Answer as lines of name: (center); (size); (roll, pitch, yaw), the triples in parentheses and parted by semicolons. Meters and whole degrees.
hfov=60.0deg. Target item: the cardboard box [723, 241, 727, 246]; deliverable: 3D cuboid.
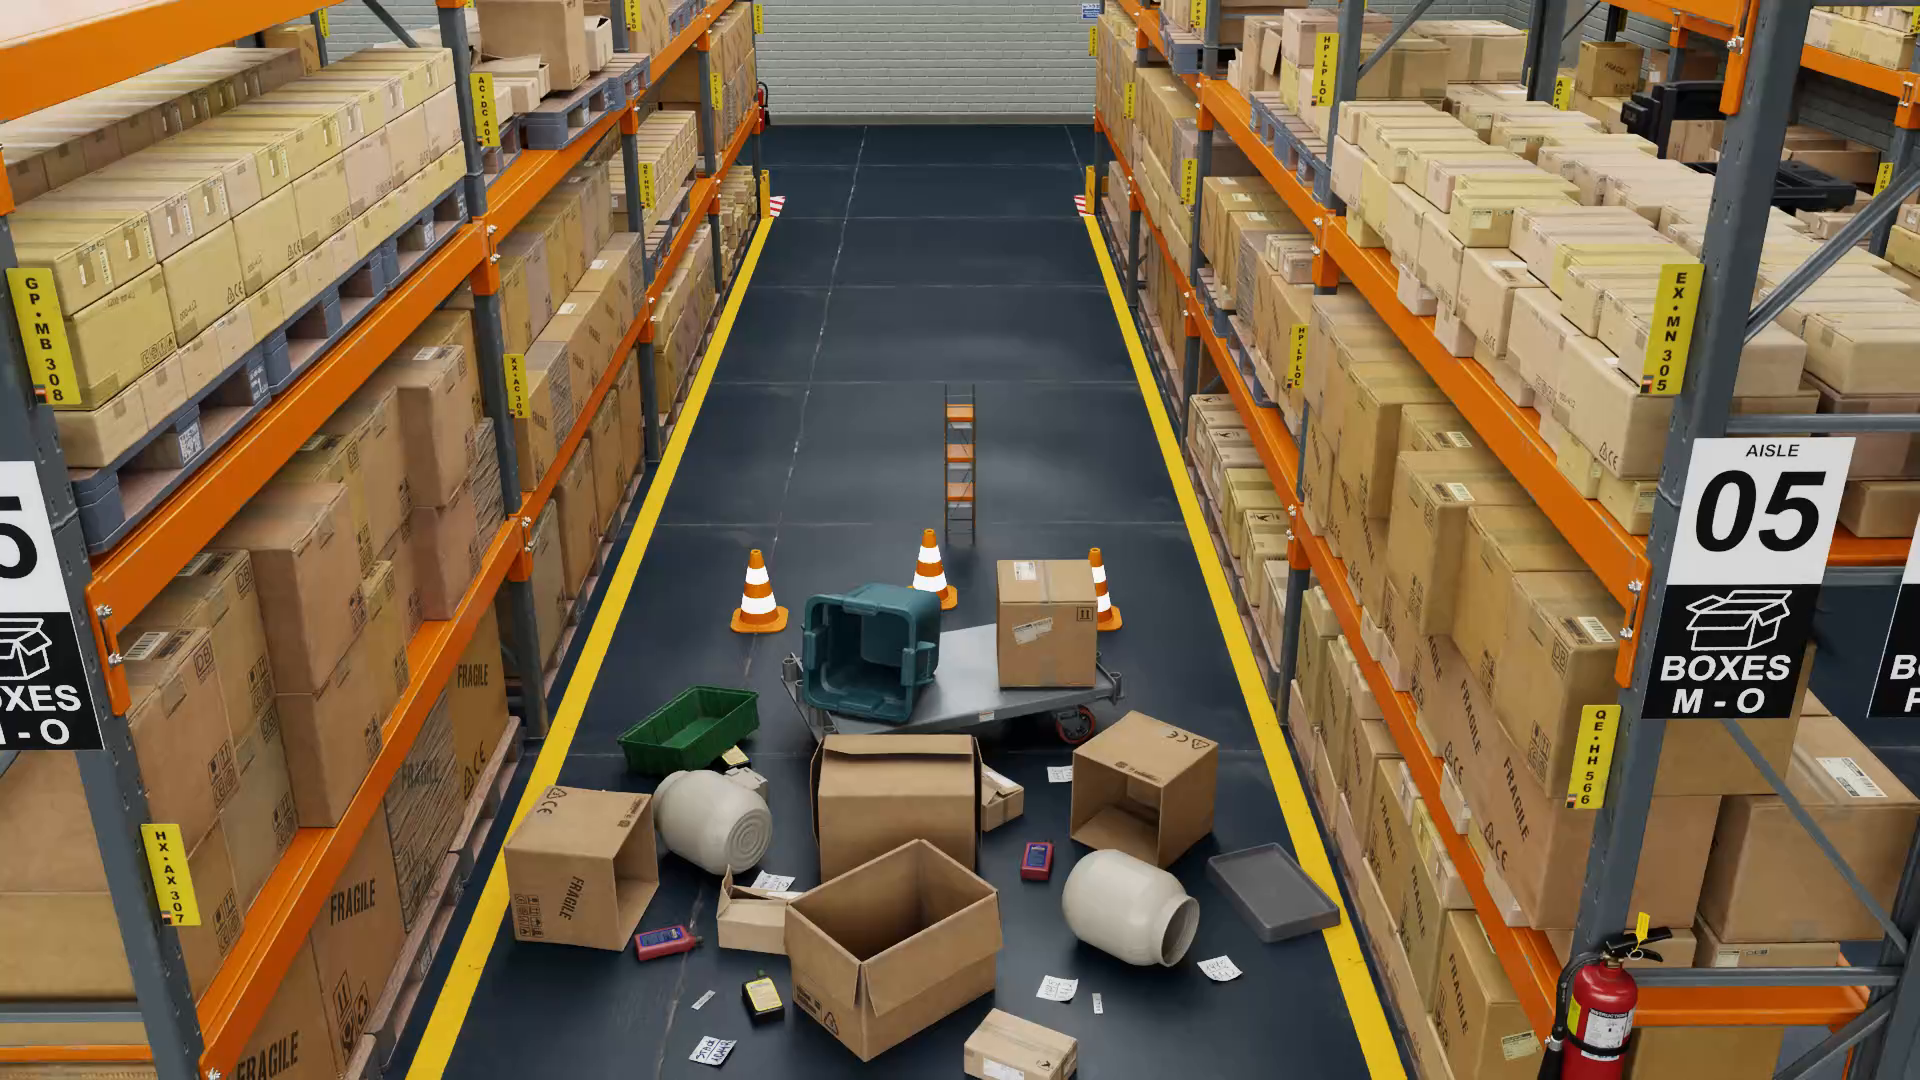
cardboard box: (-2.599, -2.973, 17.133); (0.380, 0.149, 0.250); (-1, 24, -2)

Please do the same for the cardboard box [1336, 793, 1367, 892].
cardboard box: (1.992, 1.364, 7.420); (0.500, 0.250, 0.500); (-1, 24, -1)

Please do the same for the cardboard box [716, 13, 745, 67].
cardboard box: (-2.576, -5.287, 17.604); (0.500, 0.500, 0.500); (1, 24, 2)

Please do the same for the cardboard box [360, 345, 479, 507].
cardboard box: (-2.627, -0.498, 7.219); (0.875, 0.550, 0.550); (0, 24, -1)

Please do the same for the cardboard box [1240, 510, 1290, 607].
cardboard box: (2.211, 0.114, 10.038); (0.950, 0.372, 0.625); (1, 24, 3)

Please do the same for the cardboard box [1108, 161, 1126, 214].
cardboard box: (2.206, -4.077, 19.224); (0.875, 0.438, 0.875); (-1, 24, -2)

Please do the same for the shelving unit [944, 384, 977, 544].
shelving unit: (-0.001, -0.500, 11.082); (0.215, 1.050, 0.252); (0, 24, -1)

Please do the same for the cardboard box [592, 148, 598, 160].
cardboard box: (-3.246, -3.263, 13.899); (0.380, 0.149, 0.250); (1, 24, 1)

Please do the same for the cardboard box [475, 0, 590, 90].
cardboard box: (-2.463, -2.898, 9.626); (0.500, 0.500, 0.500); (0, 24, -1)

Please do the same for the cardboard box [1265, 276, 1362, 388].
cardboard box: (1.989, -1.146, 9.152); (0.500, 0.500, 0.500); (0, 24, 0)

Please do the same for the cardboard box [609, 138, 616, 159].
cardboard box: (-3.253, -3.448, 14.667); (0.380, 0.149, 0.250); (0, 24, 1)

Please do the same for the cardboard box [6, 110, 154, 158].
cardboard box: (-3.038, -1.390, 5.750); (0.380, 0.149, 0.250); (0, 24, -1)

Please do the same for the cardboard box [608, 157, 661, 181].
cardboard box: (-2.585, -2.936, 13.175); (0.380, 0.149, 0.250); (1, 24, 2)

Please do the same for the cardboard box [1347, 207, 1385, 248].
cardboard box: (1.933, -1.395, 7.358); (0.380, 0.149, 0.250); (0, 24, -1)

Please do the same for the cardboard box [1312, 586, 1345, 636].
cardboard box: (1.908, 0.340, 7.987); (0.380, 0.149, 0.250); (0, 24, 0)

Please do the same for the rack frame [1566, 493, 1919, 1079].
rack frame: (2.274, 1.268, 4.806); (1.000, 3.000, 0.127); (0, 24, -1)

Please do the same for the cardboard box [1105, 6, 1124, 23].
cardboard box: (1.788, -5.759, 18.221); (0.380, 0.149, 0.250); (0, 24, 1)

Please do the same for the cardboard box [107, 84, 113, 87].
cardboard box: (-7.751, -3.871, 14.831); (0.797, 0.503, 0.637); (-1, 24, -2)

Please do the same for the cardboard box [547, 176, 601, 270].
cardboard box: (-2.760, -2.072, 10.857); (0.700, 0.500, 0.500); (-1, 24, -1)

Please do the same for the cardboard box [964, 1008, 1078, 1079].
cardboard box: (0.239, 2.036, 6.567); (0.380, 0.149, 0.250); (13, 27, 27)

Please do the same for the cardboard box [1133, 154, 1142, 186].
cardboard box: (1.884, -3.426, 15.366); (0.500, 0.250, 0.500); (-1, 24, -2)

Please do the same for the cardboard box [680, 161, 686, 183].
cardboard box: (-2.597, -3.214, 14.511); (0.380, 0.149, 0.250); (-1, 24, -3)

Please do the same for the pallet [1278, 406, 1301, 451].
pallet: (2.367, -0.608, 9.188); (1.003, 0.211, 1.213); (0, 24, -1)

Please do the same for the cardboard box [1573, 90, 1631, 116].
cardboard box: (6.839, -4.600, 17.603); (0.500, 0.250, 0.500); (-1, 24, -2)

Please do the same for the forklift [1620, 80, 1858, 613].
forklift: (4.759, -1.329, 10.631); (1.130, 2.935, 3.031); (-1, 24, -1)

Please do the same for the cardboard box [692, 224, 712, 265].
cardboard box: (-2.545, -2.701, 15.196); (0.500, 0.250, 0.500); (-1, 24, -2)

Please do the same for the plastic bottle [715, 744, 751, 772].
plastic bottle: (-1.207, 1.130, 8.678); (0.133, 0.061, 0.283); (-14, 28, -28)

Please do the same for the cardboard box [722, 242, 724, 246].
cardboard box: (-2.621, -3.107, 17.068); (0.380, 0.149, 0.250); (-1, 24, -3)

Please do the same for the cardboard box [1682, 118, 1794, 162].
cardboard box: (6.893, -3.524, 14.770); (0.700, 0.500, 0.500); (0, 24, 0)

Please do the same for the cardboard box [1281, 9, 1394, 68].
cardboard box: (2.063, -2.756, 9.130); (0.500, 0.250, 0.500); (0, 24, 0)

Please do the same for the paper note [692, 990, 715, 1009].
paper note: (-1.075, 1.928, 6.974); (0.032, 0.001, 0.123); (13, 27, 27)

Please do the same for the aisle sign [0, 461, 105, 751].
aisle sign: (-2.374, 0.176, 4.067); (0.394, 0.787, 0.004); (0, 24, -1)

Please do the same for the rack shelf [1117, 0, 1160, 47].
rack shelf: (2.121, -5.540, 17.091); (1.077, 0.370, 4.000); (0, 24, -1)

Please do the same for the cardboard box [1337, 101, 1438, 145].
cardboard box: (1.907, -1.864, 7.429); (0.380, 0.149, 0.250); (-1, 24, -1)

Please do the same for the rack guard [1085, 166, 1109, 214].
rack guard: (2.099, -4.196, 19.920); (1.175, 0.500, 0.348); (0, 24, -1)

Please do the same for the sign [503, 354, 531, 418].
sign: (-2.164, -0.750, 8.121); (0.100, 0.325, 0.005); (0, 24, -1)

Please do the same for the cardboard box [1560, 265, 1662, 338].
cardboard box: (1.989, -0.697, 4.848); (0.380, 0.149, 0.250); (-1, 24, -1)

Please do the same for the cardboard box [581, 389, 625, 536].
cardboard box: (-2.833, -0.519, 10.978); (1.050, 0.750, 0.750); (0, 24, 0)

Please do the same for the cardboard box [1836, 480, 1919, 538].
cardboard box: (2.595, -0.122, 4.545); (0.380, 0.149, 0.250); (0, 24, -1)

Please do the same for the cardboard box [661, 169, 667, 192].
cardboard box: (-2.582, -2.907, 13.473); (0.380, 0.149, 0.250); (0, 24, -1)

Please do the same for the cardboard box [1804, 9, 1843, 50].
cardboard box: (6.889, -3.974, 12.939); (0.500, 0.250, 0.500); (0, 24, -1)

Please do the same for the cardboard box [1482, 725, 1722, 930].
cardboard box: (1.992, 0.865, 5.216); (0.500, 0.500, 0.500); (-1, 24, -1)

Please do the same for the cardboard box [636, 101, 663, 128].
cardboard box: (-3.094, -3.992, 15.954); (0.500, 0.500, 0.500); (0, 24, 0)

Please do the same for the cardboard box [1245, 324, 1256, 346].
cardboard box: (1.973, -1.304, 10.289); (0.380, 0.149, 0.250); (1, 24, 1)

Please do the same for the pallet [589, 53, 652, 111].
pallet: (-2.702, -2.980, 10.788); (1.213, 0.211, 1.003); (1, 24, 2)

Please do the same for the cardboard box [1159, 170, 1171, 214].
cardboard box: (1.892, -2.808, 13.395); (0.500, 0.250, 0.500); (-1, 24, -2)

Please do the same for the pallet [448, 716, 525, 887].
pallet: (-2.789, 1.268, 8.190); (1.003, 0.211, 1.213); (0, 24, -1)

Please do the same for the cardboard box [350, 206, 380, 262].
cardboard box: (-2.379, -1.132, 6.146); (0.380, 0.149, 0.250); (0, 24, -1)

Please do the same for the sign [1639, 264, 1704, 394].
sign: (1.718, -0.508, 4.018); (0.100, 0.325, 0.005); (0, 24, -1)

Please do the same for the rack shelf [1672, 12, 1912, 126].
rack shelf: (7.128, -3.915, 13.500); (1.077, 0.370, 4.000); (0, 24, -1)

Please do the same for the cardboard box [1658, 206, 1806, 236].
cardboard box: (2.566, -1.015, 5.552); (0.380, 0.149, 0.250); (0, 24, 1)

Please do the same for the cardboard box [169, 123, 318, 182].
cardboard box: (-2.376, -1.289, 5.525); (0.380, 0.149, 0.250); (0, 24, 0)

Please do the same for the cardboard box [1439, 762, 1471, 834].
cardboard box: (1.928, 0.914, 5.894); (0.380, 0.149, 0.250); (0, 24, 0)

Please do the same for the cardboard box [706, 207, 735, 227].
cardboard box: (-2.545, -3.349, 17.244); (0.380, 0.149, 0.250); (0, 24, 1)

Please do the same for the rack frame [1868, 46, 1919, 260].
rack frame: (7.150, -2.052, 12.147); (1.000, 3.000, 0.127); (0, 24, -1)

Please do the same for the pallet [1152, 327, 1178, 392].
pallet: (2.243, -1.584, 14.497); (1.003, 0.211, 1.213); (0, 24, -1)

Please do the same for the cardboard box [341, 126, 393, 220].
cardboard box: (-2.448, -1.371, 6.191); (0.500, 0.250, 0.500); (0, 24, -1)

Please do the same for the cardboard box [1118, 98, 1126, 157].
cardboard box: (1.871, -4.124, 16.607); (0.500, 0.500, 0.500); (-1, 24, -2)
